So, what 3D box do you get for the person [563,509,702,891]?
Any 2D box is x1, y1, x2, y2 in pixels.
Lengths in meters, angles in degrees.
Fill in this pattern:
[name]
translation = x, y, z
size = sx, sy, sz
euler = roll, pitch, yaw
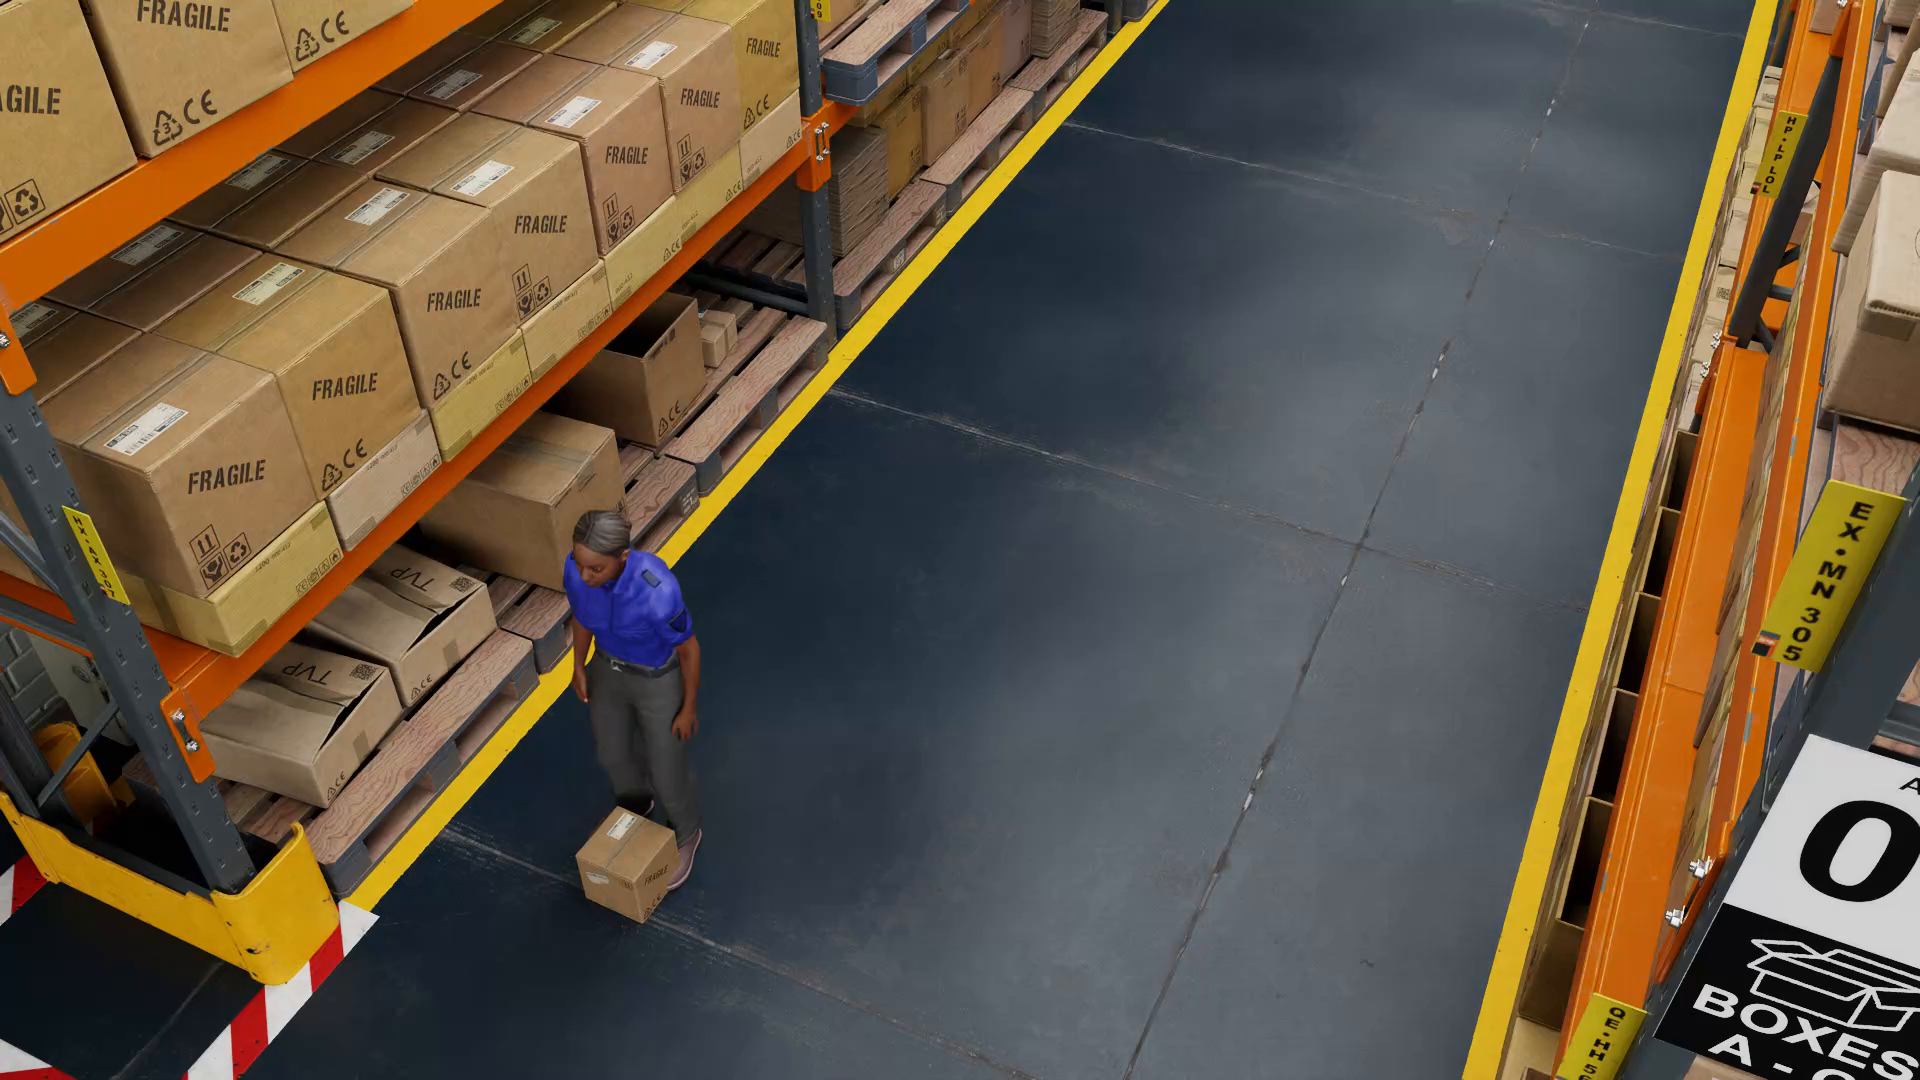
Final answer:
[person]
translation = -1.103, 0.505, 5.607
size = 0.505, 1.655, 0.392
euler = 18, 45, 19
